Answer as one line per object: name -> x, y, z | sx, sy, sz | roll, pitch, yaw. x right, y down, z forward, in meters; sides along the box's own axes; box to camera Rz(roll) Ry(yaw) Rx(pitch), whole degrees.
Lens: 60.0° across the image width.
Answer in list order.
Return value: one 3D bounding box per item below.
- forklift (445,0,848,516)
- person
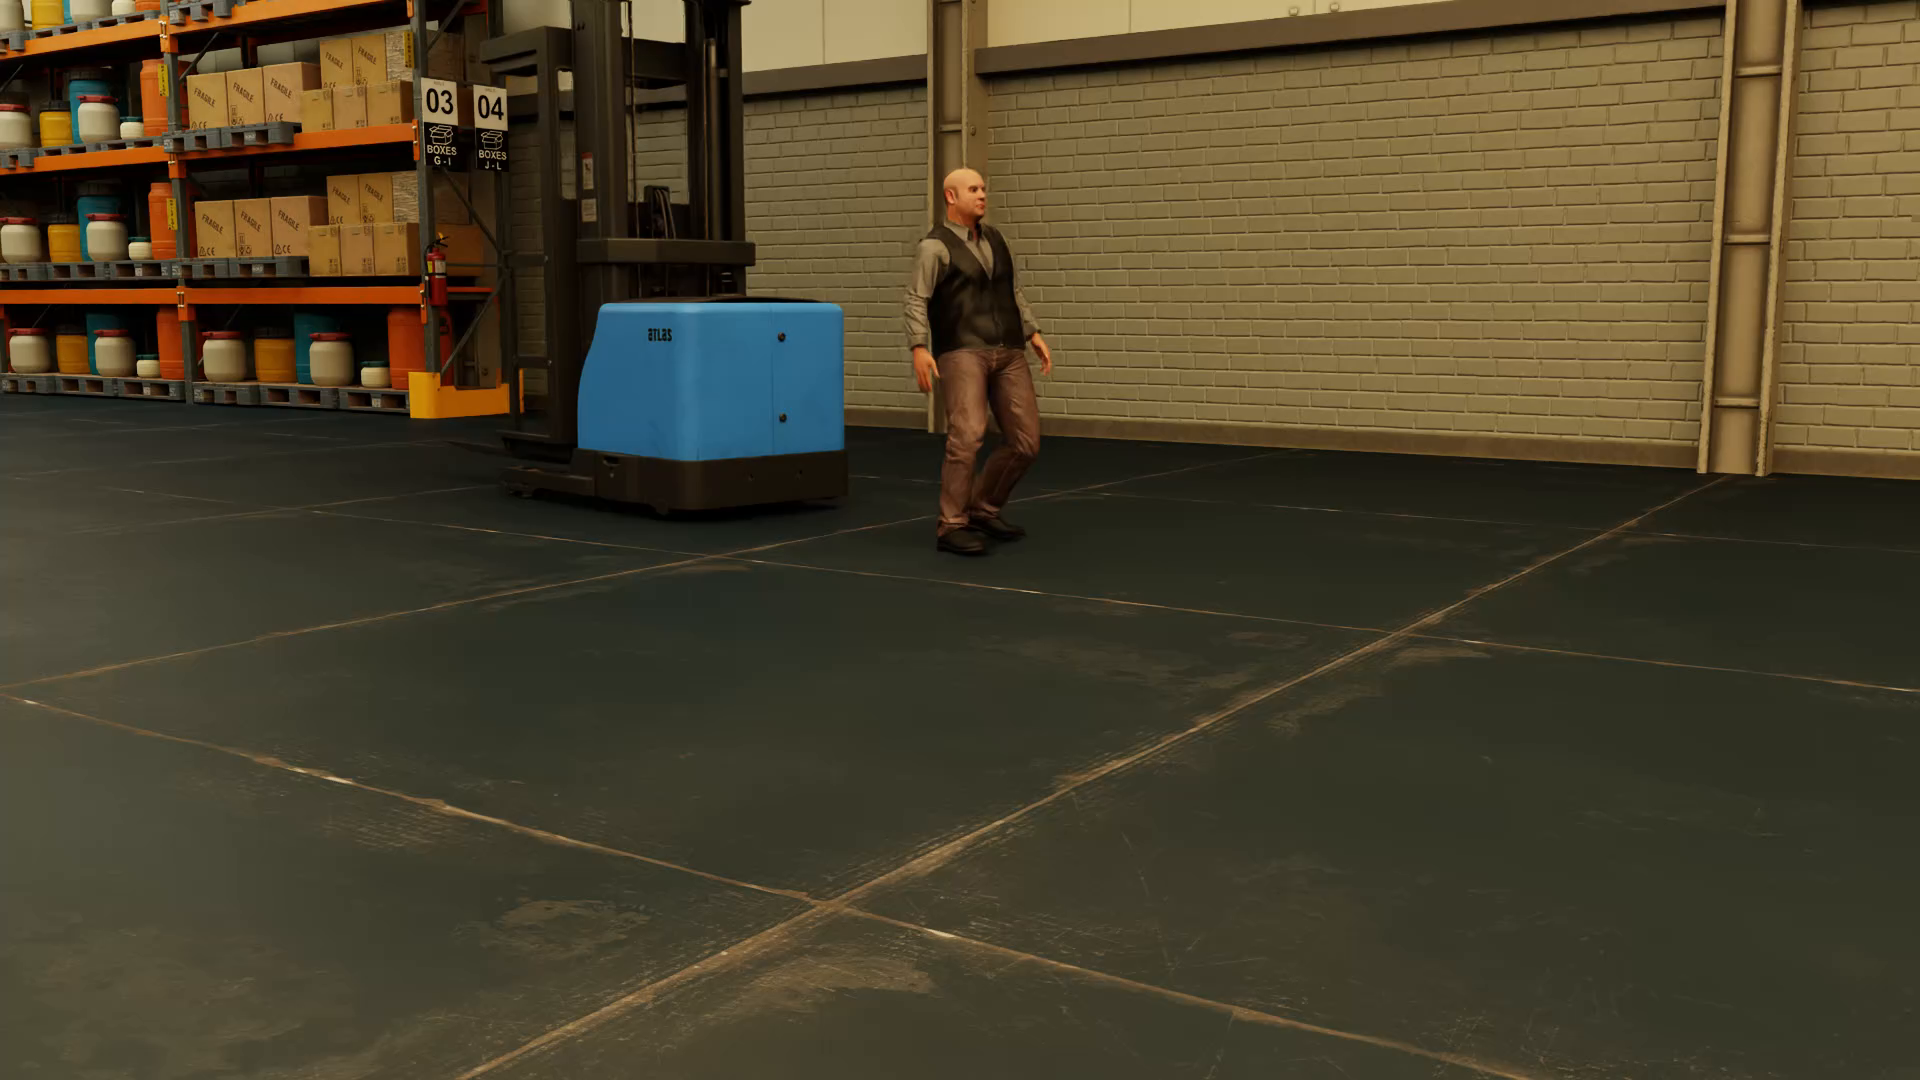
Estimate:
forklift -> -1.953, -1.726, 9.331 | 1.130, 2.935, 3.031 | -7, 11, -42
person -> 0.088, -0.802, 7.350 | 0.717, 1.666, 0.610 | -6, 10, -36
